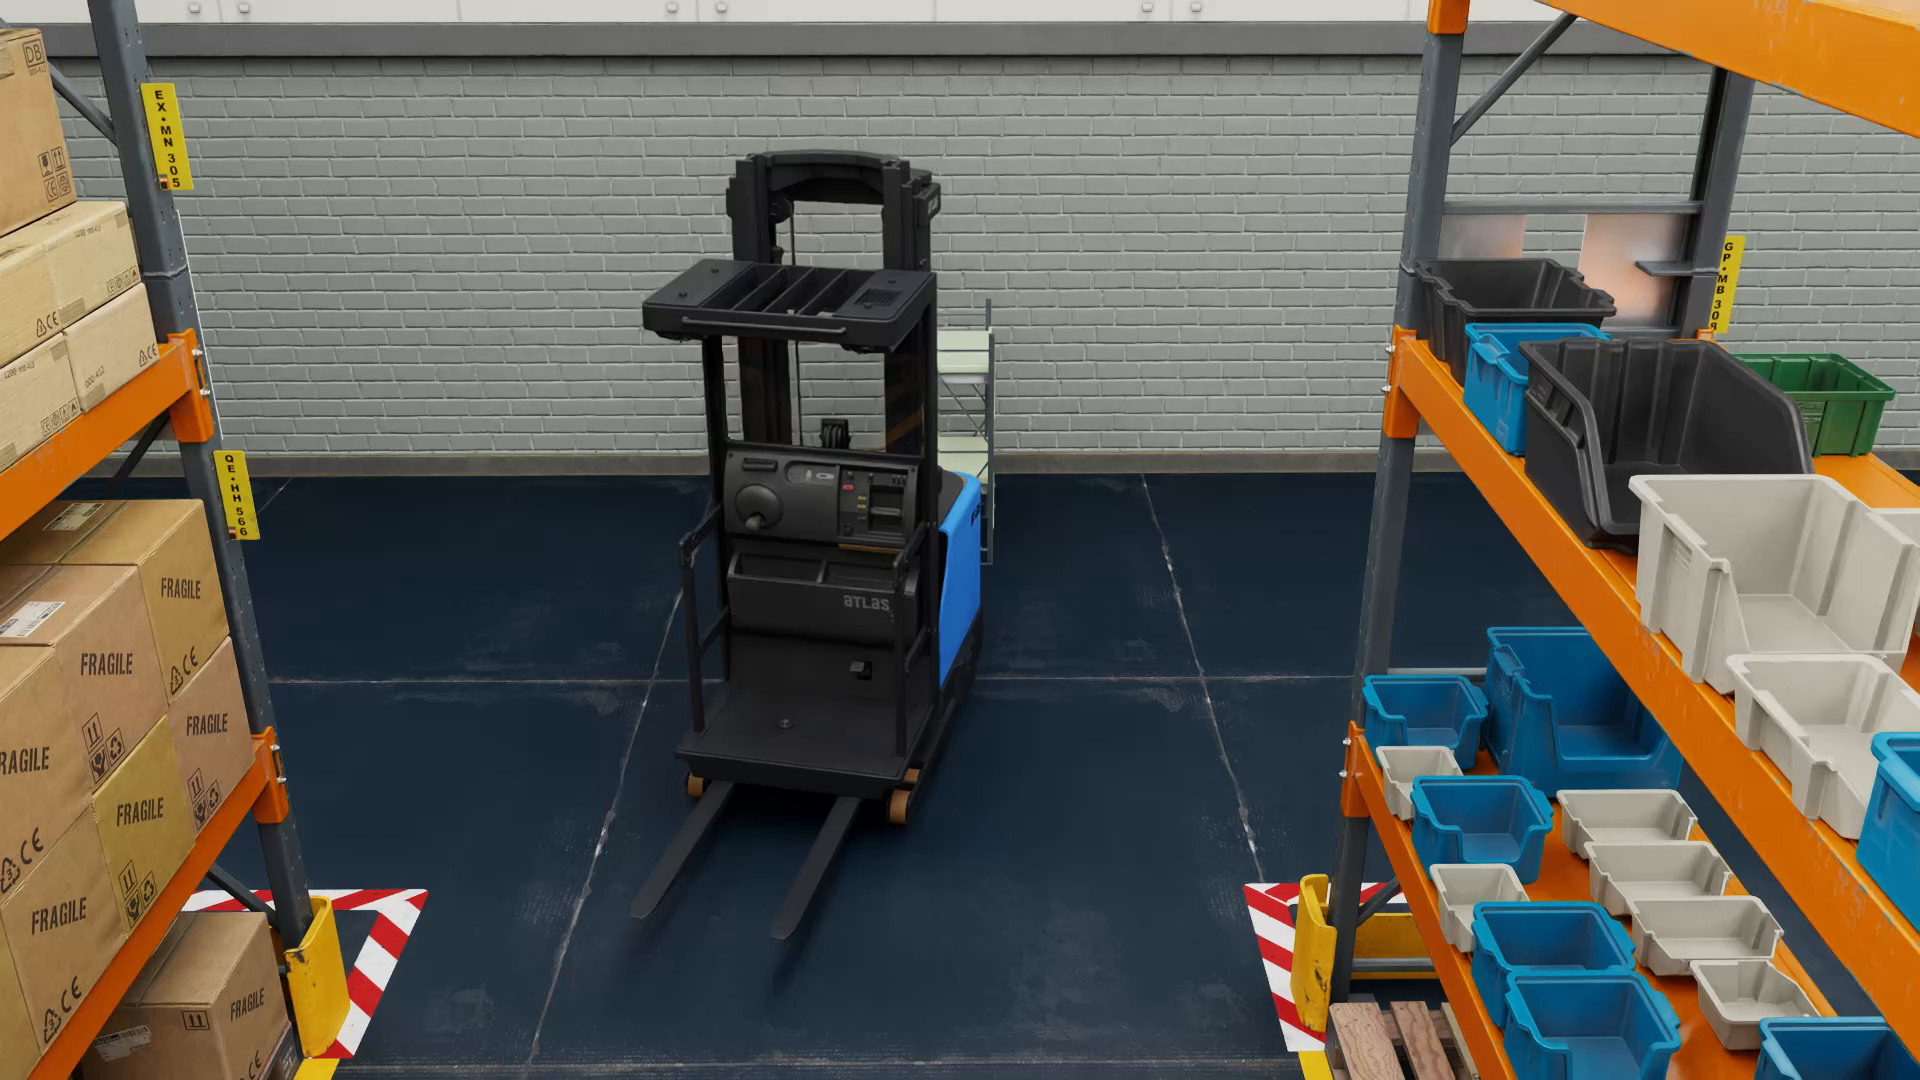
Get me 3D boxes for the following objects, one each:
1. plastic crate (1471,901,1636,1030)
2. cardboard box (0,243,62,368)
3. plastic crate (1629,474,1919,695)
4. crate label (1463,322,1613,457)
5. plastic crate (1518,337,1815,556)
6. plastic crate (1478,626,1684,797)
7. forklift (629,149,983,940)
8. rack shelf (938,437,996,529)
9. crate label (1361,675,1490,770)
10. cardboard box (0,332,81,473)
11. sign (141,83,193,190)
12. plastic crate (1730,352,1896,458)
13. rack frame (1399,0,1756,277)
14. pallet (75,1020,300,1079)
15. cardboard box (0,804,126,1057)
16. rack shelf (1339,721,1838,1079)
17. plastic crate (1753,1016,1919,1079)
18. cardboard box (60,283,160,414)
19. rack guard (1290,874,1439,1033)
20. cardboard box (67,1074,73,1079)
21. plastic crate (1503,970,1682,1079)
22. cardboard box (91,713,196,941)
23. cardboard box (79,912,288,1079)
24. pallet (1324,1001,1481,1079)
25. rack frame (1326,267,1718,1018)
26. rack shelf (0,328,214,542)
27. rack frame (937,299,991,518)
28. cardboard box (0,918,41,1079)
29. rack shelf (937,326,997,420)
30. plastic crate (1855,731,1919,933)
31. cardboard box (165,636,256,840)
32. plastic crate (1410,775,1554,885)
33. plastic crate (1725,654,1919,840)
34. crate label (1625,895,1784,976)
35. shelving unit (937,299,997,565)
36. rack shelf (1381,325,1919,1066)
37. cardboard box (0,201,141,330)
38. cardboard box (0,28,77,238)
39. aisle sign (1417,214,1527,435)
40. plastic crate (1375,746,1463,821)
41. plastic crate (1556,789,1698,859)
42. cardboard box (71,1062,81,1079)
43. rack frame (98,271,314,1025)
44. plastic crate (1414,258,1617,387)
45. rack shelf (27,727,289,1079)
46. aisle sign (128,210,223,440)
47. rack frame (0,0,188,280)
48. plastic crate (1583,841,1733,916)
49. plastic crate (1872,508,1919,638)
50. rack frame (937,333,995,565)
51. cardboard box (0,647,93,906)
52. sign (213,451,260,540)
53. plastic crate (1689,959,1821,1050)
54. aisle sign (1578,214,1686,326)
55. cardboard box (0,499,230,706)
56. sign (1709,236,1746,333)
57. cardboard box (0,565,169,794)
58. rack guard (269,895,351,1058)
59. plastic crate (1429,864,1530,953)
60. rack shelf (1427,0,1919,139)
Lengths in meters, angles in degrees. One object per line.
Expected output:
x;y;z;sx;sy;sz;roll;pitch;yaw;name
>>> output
1.627;1.189;4.611;0.416;0.233;0.300;0;24;-1;plastic crate
-2.748;-0.594;4.360;0.500;0.250;0.500;0;24;-1;cardboard box
1.655;0.096;3.401;0.437;0.282;0.530;0;24;-1;plastic crate
1.626;-0.423;4.585;0.408;0.251;0.502;0;24;-1;crate label
1.681;-0.213;4.017;0.504;0.338;0.767;0;24;-1;plastic crate
2.130;0.588;5.694;0.616;0.435;0.499;0;24;-1;plastic crate
-0.697;-0.170;7.568;1.130;2.935;3.031;5;25;11;forklift
0.000;-0.384;10.569;0.431;0.370;0.720;0;24;-1;rack shelf
1.613;0.647;5.811;0.416;0.233;0.303;0;24;-1;crate label
-2.750;-0.367;4.463;0.500;0.250;0.500;0;24;-1;cardboard box
-2.459;-1.249;5.158;0.100;0.325;0.005;0;24;-1;sign
2.236;-0.371;4.546;0.450;0.188;0.336;0;24;-1;plastic crate
1.939;-2.239;4.780;1.000;3.000;0.127;0;24;-1;rack frame
-3.003;2.146;5.750;1.003;0.211;1.213;0;24;-1;pallet
-2.728;1.072;4.618;0.500;0.500;0.500;0;24;0;cardboard box
1.961;1.646;4.343;1.077;0.370;4.000;0;24;-1;rack shelf
2.218;1.388;4.170;0.416;0.233;0.300;0;24;-1;plastic crate
-2.745;-0.573;4.918;0.500;0.250;0.500;0;24;-1;cardboard box
1.926;1.624;6.554;1.175;0.500;0.348;0;24;-1;rack guard
-3.286;1.999;5.493;0.500;0.250;0.500;0;24;-1;cardboard box
1.630;1.313;4.338;0.416;0.233;0.300;0;24;-1;plastic crate
-2.728;0.867;5.072;0.500;0.500;0.500;0;24;0;cardboard box
-2.762;1.677;5.902;0.500;0.500;0.500;0;24;-1;cardboard box
1.909;2.105;5.840;1.003;0.211;1.213;0;24;-1;pallet
1.939;0.494;6.017;1.000;3.000;0.127;0;24;-1;rack frame
-2.992;0.300;3.679;1.077;0.370;4.000;0;24;-1;rack shelf
-0.004;-0.831;10.768;0.400;1.500;0.023;0;24;-1;rack frame
-2.722;1.280;4.159;0.500;0.500;0.500;-1;24;-1;cardboard box
0.000;-1.036;10.274;0.431;0.370;0.720;0;24;-1;rack shelf
1.654;0.479;2.615;0.416;0.233;0.300;0;24;-1;plastic crate
-2.737;0.653;5.545;0.500;0.500;0.500;0;24;1;cardboard box
1.620;0.918;5.211;0.416;0.233;0.300;0;24;-1;plastic crate
1.588;0.374;2.964;0.293;0.136;0.466;0;24;-1;plastic crate
2.145;1.157;4.800;0.396;0.136;0.243;0;24;-1;crate label
0.000;-0.681;10.435;0.431;1.500;0.755;0;24;-1;shelving unit
1.961;0.280;3.725;1.077;0.370;4.000;0;24;-1;rack shelf
-2.753;-0.800;4.815;0.500;0.250;0.500;0;24;-1;cardboard box
-2.992;-1.141;4.658;0.700;0.500;0.500;0;24;-1;cardboard box
1.641;-0.718;5.544;0.394;0.787;0.004;0;24;-1;aisle sign
1.533;0.823;5.537;0.250;0.136;0.298;0;24;-1;plastic crate
2.129;0.922;5.318;0.396;0.136;0.243;0;24;-1;plastic crate
-3.350;1.883;5.851;0.380;0.166;0.250;0;24;-1;cardboard box
-3.014;0.515;5.971;1.000;3.000;0.127;0;24;-1;rack frame
1.665;-0.653;5.072;0.497;0.269;0.590;0;24;-1;plastic crate
-2.992;1.667;4.297;1.077;0.370;4.000;0;24;-1;rack shelf
-2.708;-0.699;5.500;0.394;0.787;0.004;0;24;-1;aisle sign
-3.014;-2.218;4.735;1.000;3.000;0.127;0;24;-1;rack frame
2.118;1.042;5.053;0.396;0.136;0.243;0;24;-1;plastic crate
2.210;0.098;3.573;0.437;0.136;0.530;0;24;-1;plastic crate
0.004;-0.530;10.101;0.400;1.500;0.023;0;24;-1;rack frame
-2.717;0.618;4.409;0.500;0.500;0.500;0;24;1;cardboard box
-2.459;-0.151;5.654;0.100;0.325;0.005;0;24;-1;sign
2.167;1.279;4.530;0.298;0.136;0.250;0;24;-1;plastic crate
2.231;-0.721;5.549;0.394;0.787;0.004;0;24;-1;aisle sign
-2.734;0.196;5.341;0.500;0.500;0.500;0;24;-1;cardboard box
2.489;-0.834;5.440;0.100;0.325;0.005;0;24;-1;sign
-2.728;0.404;4.881;0.500;0.500;0.500;0;24;1;cardboard box
-3.013;1.685;6.417;1.175;0.500;0.348;0;24;-1;rack guard
1.541;1.103;4.919;0.250;0.136;0.298;0;24;-1;plastic crate
1.961;-0.905;3.189;1.077;0.370;4.000;0;24;-1;rack shelf
